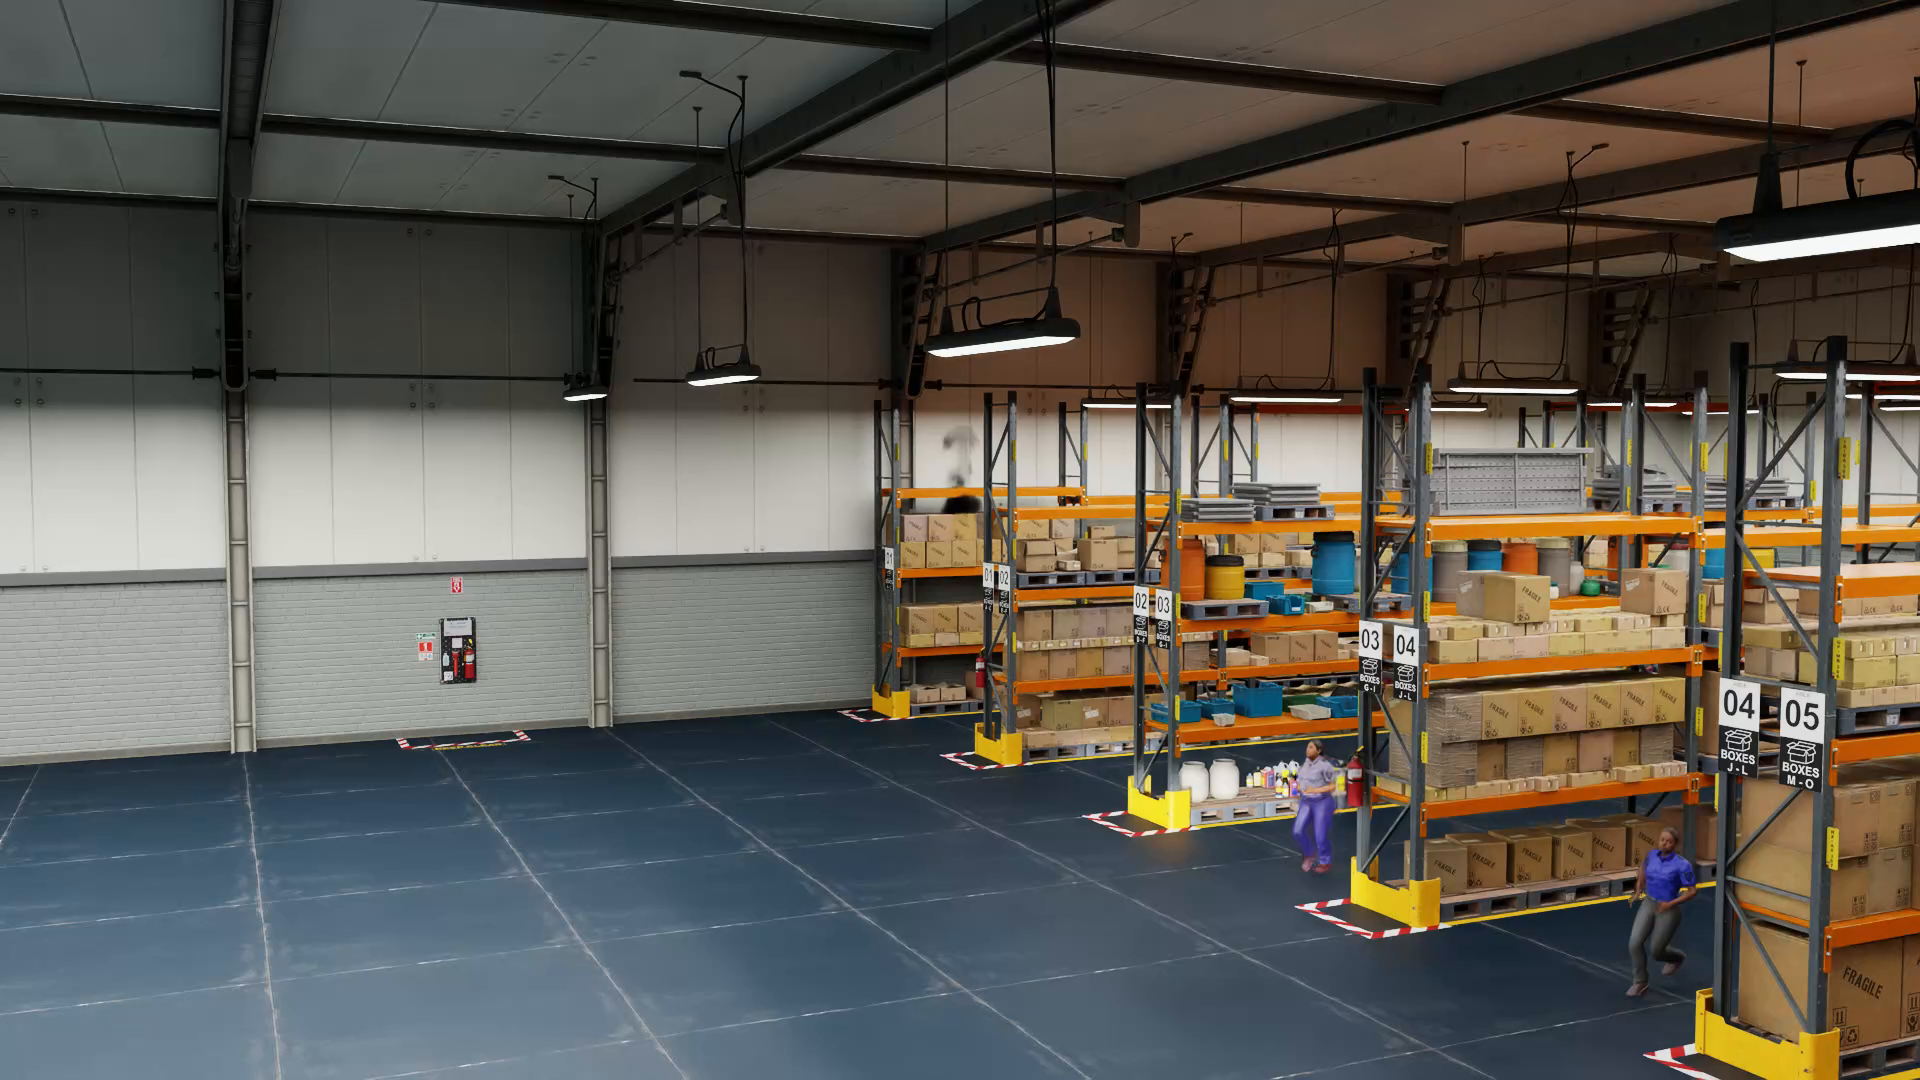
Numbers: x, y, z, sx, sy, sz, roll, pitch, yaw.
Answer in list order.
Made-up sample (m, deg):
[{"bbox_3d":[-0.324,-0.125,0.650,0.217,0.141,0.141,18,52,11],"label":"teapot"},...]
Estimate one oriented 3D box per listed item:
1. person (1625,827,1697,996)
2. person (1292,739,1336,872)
[{"bbox_3d":[6.619,3.487,15.571,0.682,1.650,0.622,-2,4,-33],"label":"person"},{"bbox_3d":[4.239,3.198,19.901,0.630,1.638,0.580,-3,4,-38],"label":"person"}]
